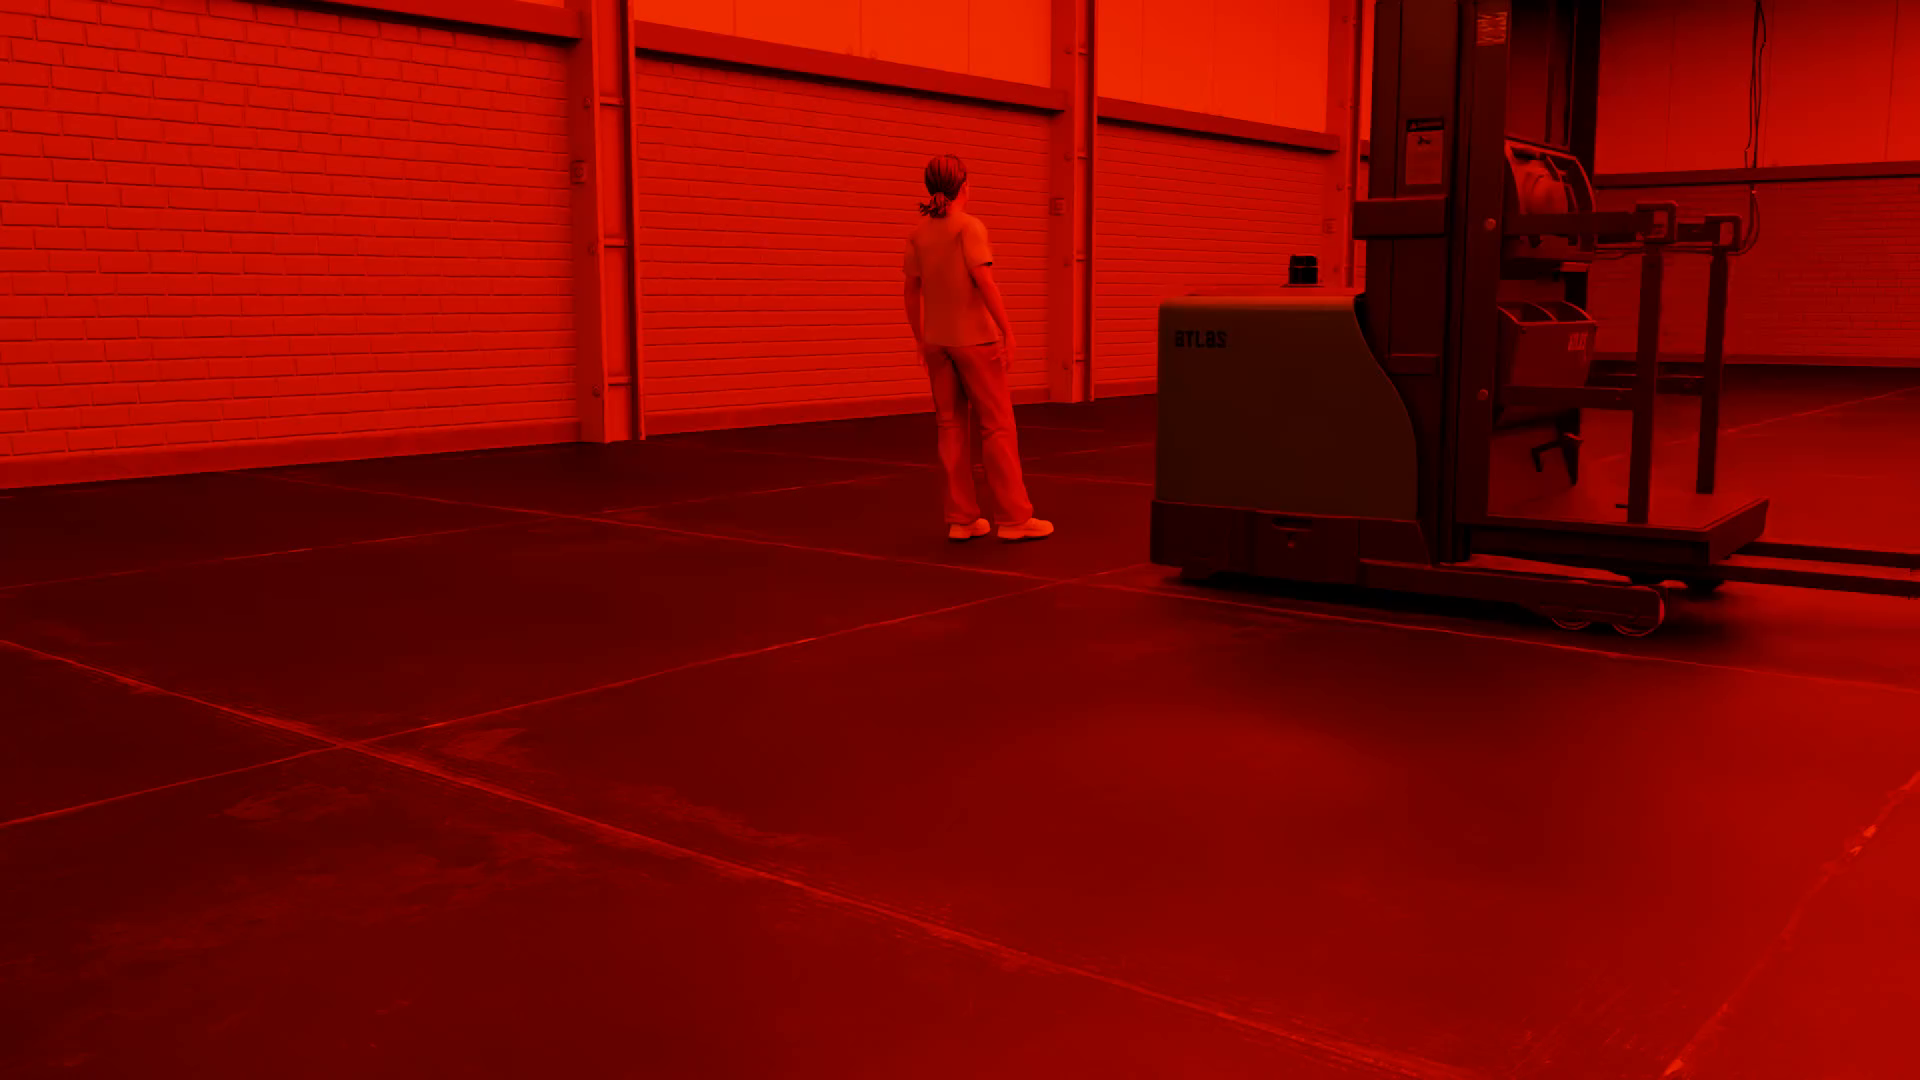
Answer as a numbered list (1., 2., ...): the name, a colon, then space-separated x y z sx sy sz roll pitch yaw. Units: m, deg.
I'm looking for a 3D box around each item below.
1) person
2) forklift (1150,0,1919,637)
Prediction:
1. person: 0.055 -0.843 7.332 0.555 1.675 0.549 7 11 38
2. forklift: 2.222 -1.228 5.672 3.031 2.935 1.130 6 10 35
